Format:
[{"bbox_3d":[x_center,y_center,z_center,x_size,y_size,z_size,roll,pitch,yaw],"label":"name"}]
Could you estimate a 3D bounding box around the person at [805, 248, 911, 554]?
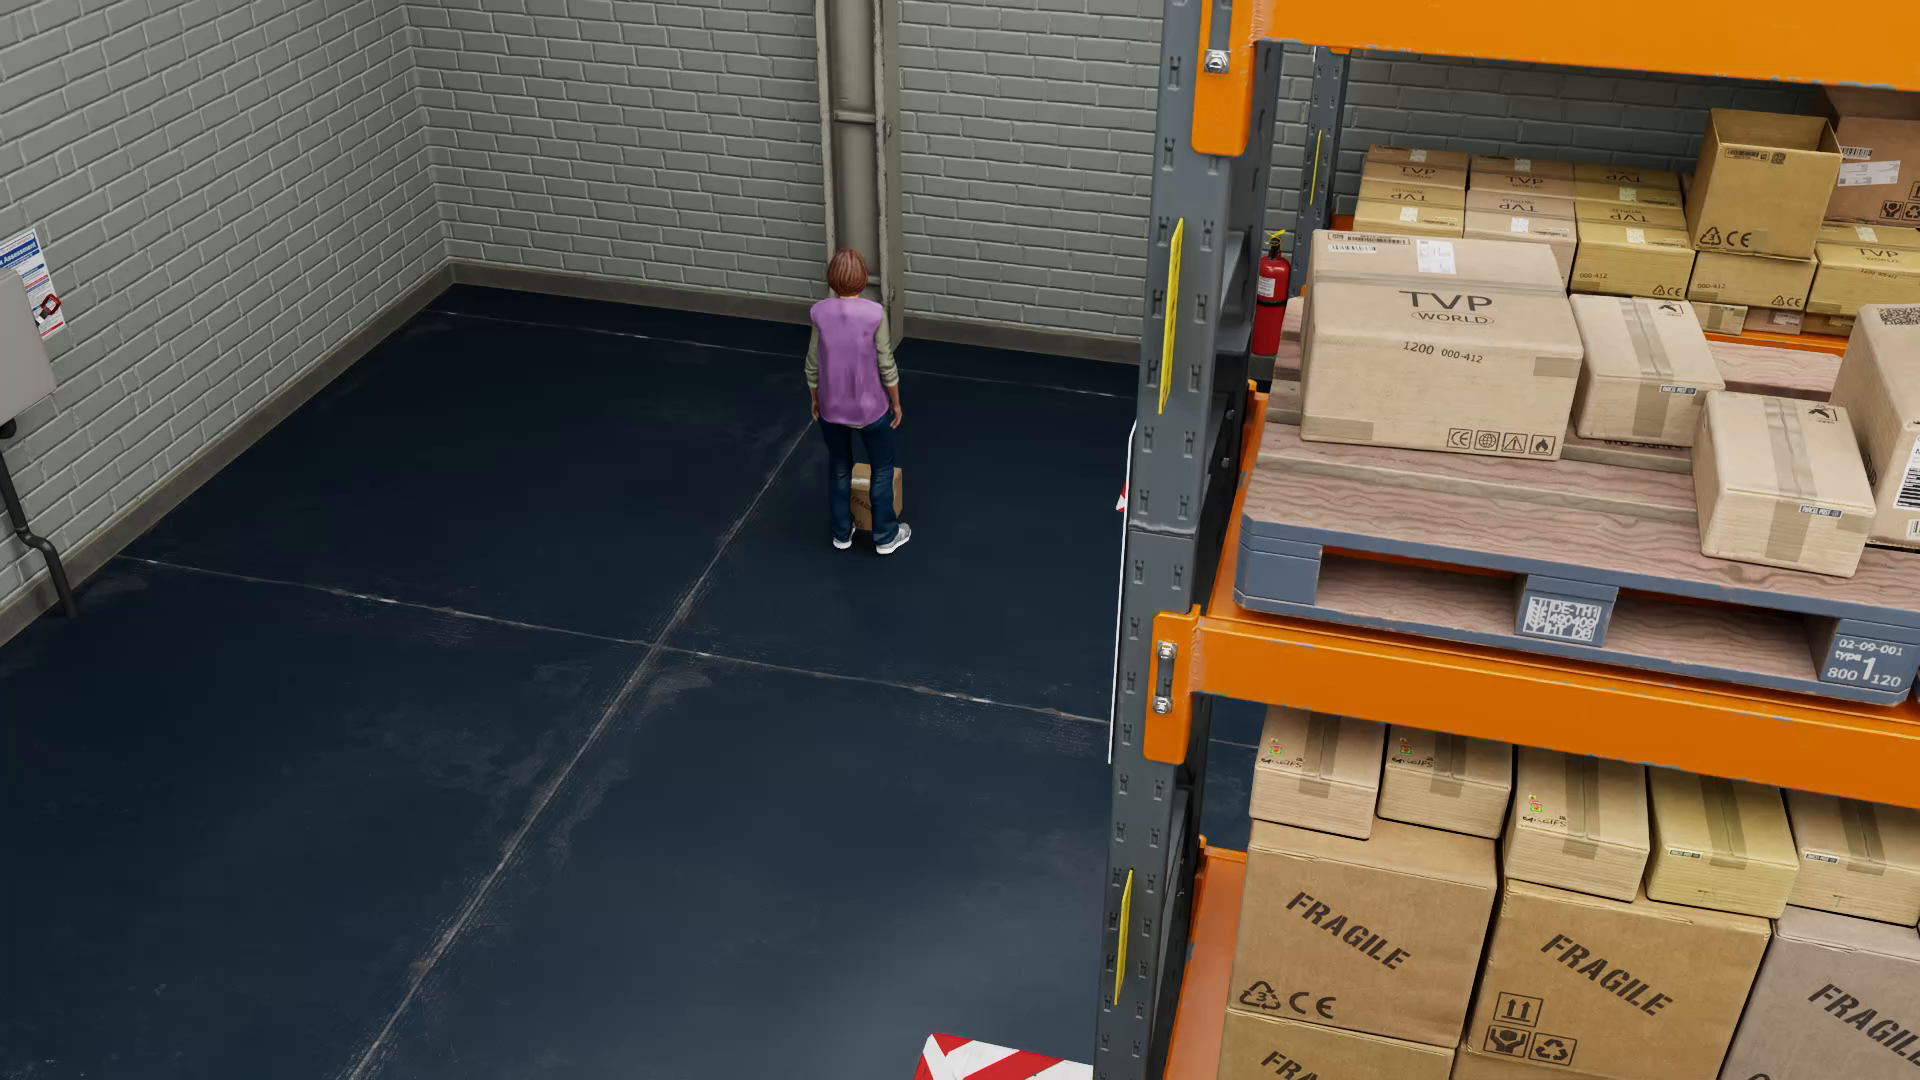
[{"bbox_3d":[-0.510,-0.650,8.141,0.477,1.592,0.345,6,34,10],"label":"person"}]
